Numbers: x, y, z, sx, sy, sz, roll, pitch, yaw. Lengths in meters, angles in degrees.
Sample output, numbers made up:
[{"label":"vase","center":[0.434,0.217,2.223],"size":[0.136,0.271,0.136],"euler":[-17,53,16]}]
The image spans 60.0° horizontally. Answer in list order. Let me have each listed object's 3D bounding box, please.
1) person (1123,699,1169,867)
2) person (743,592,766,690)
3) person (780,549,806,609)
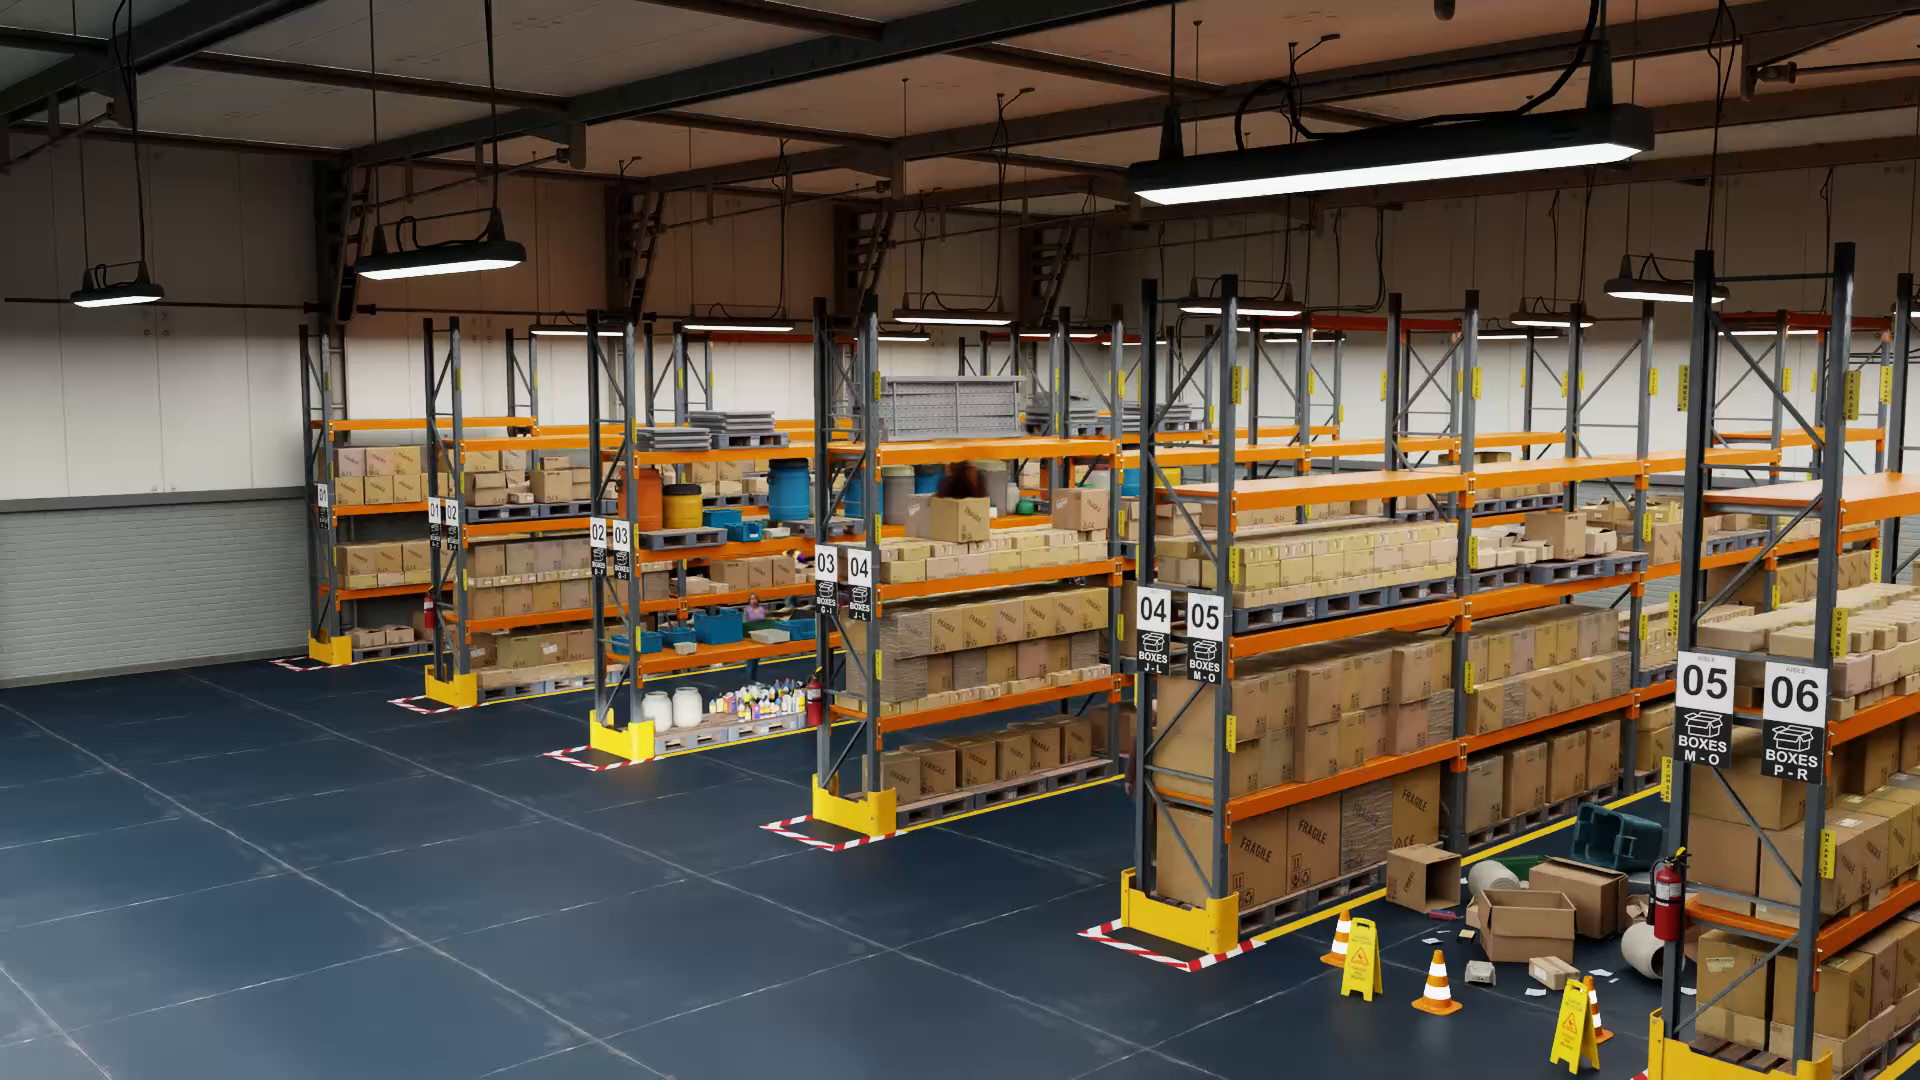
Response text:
[{"label":"person","center":[2.014,2.523,17.370],"size":[0.622,1.770,0.515],"euler":[-1,6,-10]},{"label":"person","center":[-3.321,1.644,27.052],"size":[0.440,1.607,0.379],"euler":[-6,8,-44]},{"label":"person","center":[-3.563,0.815,34.585],"size":[0.511,1.723,1.028],"euler":[5,7,39]}]
